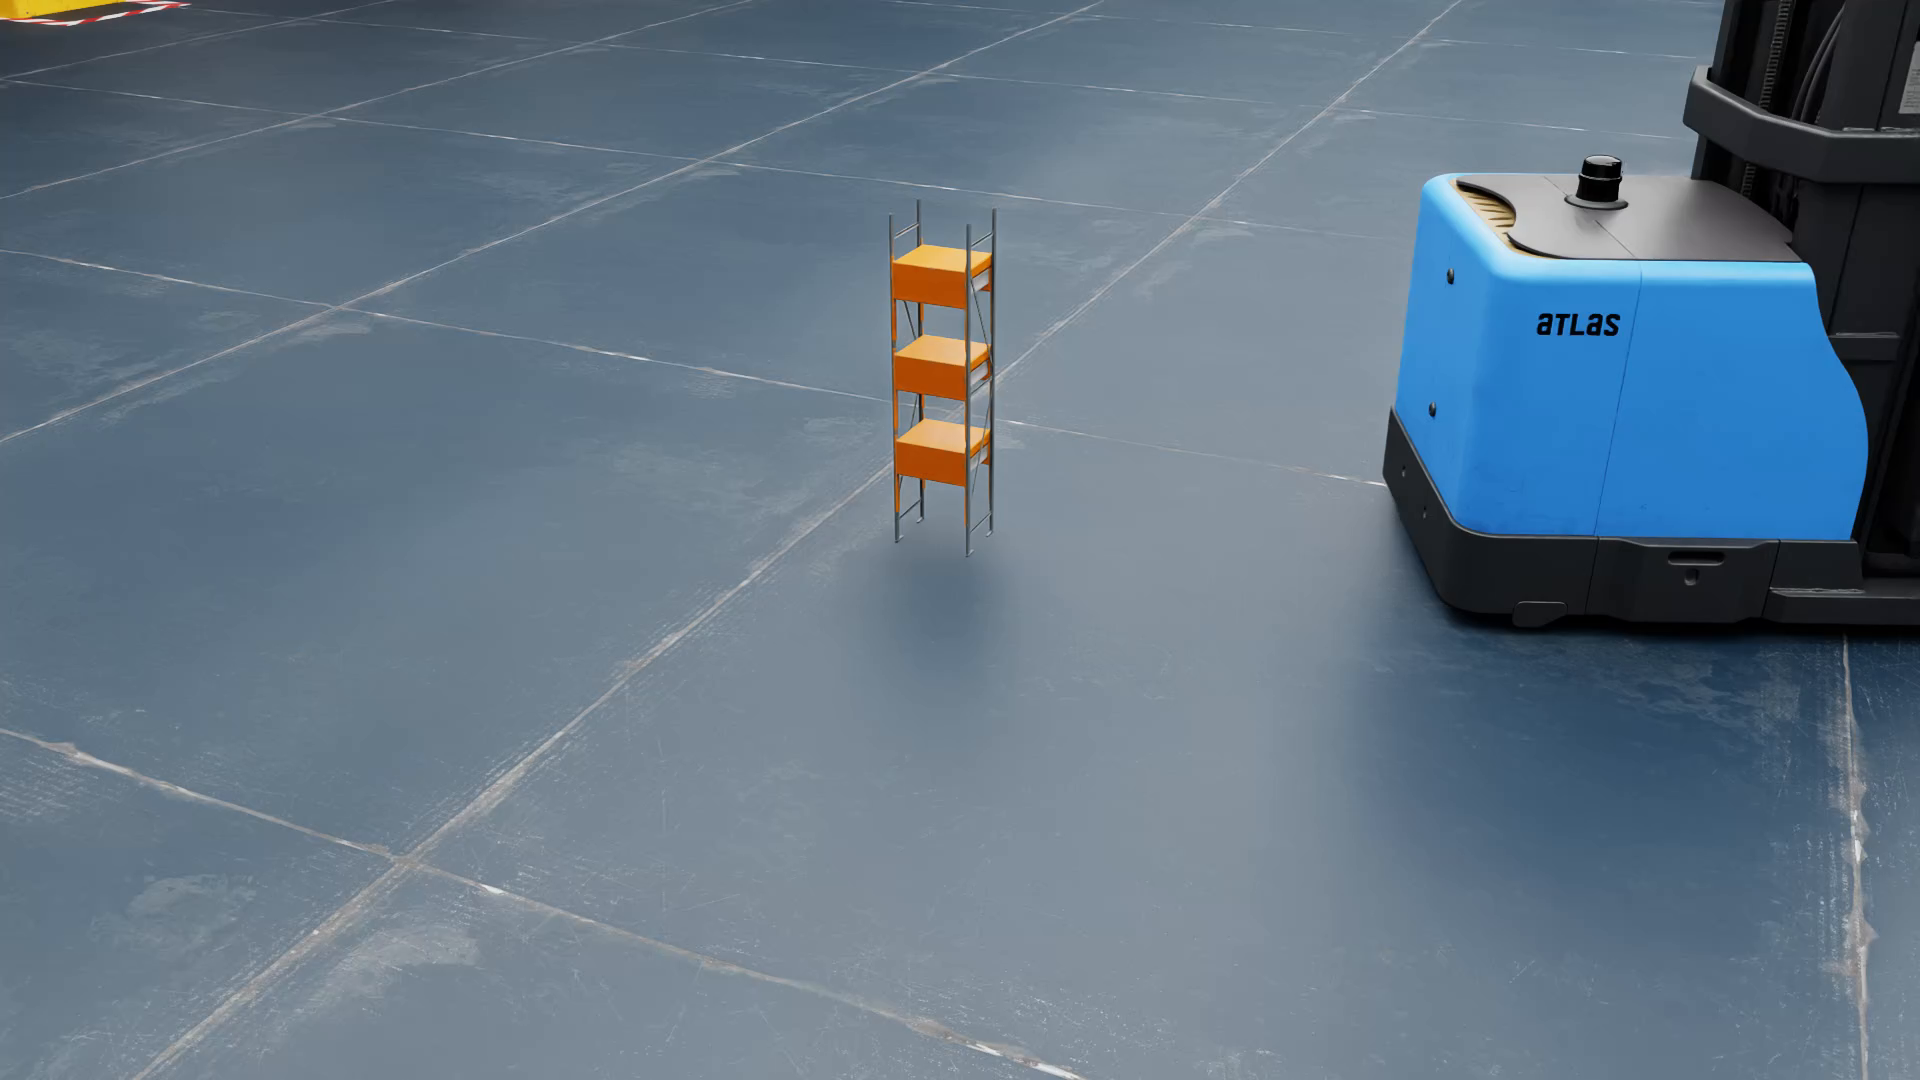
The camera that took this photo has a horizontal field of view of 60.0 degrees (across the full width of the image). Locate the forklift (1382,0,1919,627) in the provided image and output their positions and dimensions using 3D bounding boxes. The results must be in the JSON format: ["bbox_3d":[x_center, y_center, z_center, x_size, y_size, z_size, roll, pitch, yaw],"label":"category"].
[{"bbox_3d":[2.902,-1.253,4.477,3.031,2.935,1.130,1,26,2],"label":"forklift"}]

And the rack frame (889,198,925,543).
[{"bbox_3d":[-0.160,-0.503,5.083,0.008,1.050,0.200,11,28,22],"label":"rack frame"}]

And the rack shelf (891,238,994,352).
[{"bbox_3d":[-0.049,-0.726,4.917,0.240,0.259,0.215,11,28,22],"label":"rack shelf"}]

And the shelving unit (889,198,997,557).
[{"bbox_3d":[-0.049,-0.481,5.038,0.252,1.050,0.215,11,28,22],"label":"shelving unit"}]

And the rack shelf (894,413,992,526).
[{"bbox_3d":[-0.049,-0.222,5.165,0.240,0.259,0.215,11,28,22],"label":"rack shelf"}]

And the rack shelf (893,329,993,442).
[{"bbox_3d":[-0.049,-0.471,5.043,0.240,0.259,0.215,11,28,22],"label":"rack shelf"}]

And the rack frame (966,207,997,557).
[{"bbox_3d":[0.062,-0.458,4.993,0.008,1.050,0.200,11,28,22],"label":"rack frame"}]

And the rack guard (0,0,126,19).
[{"bbox_3d":[-8.083,-5.011,14.861,0.348,0.500,1.175,11,28,22],"label":"rack guard"}]
